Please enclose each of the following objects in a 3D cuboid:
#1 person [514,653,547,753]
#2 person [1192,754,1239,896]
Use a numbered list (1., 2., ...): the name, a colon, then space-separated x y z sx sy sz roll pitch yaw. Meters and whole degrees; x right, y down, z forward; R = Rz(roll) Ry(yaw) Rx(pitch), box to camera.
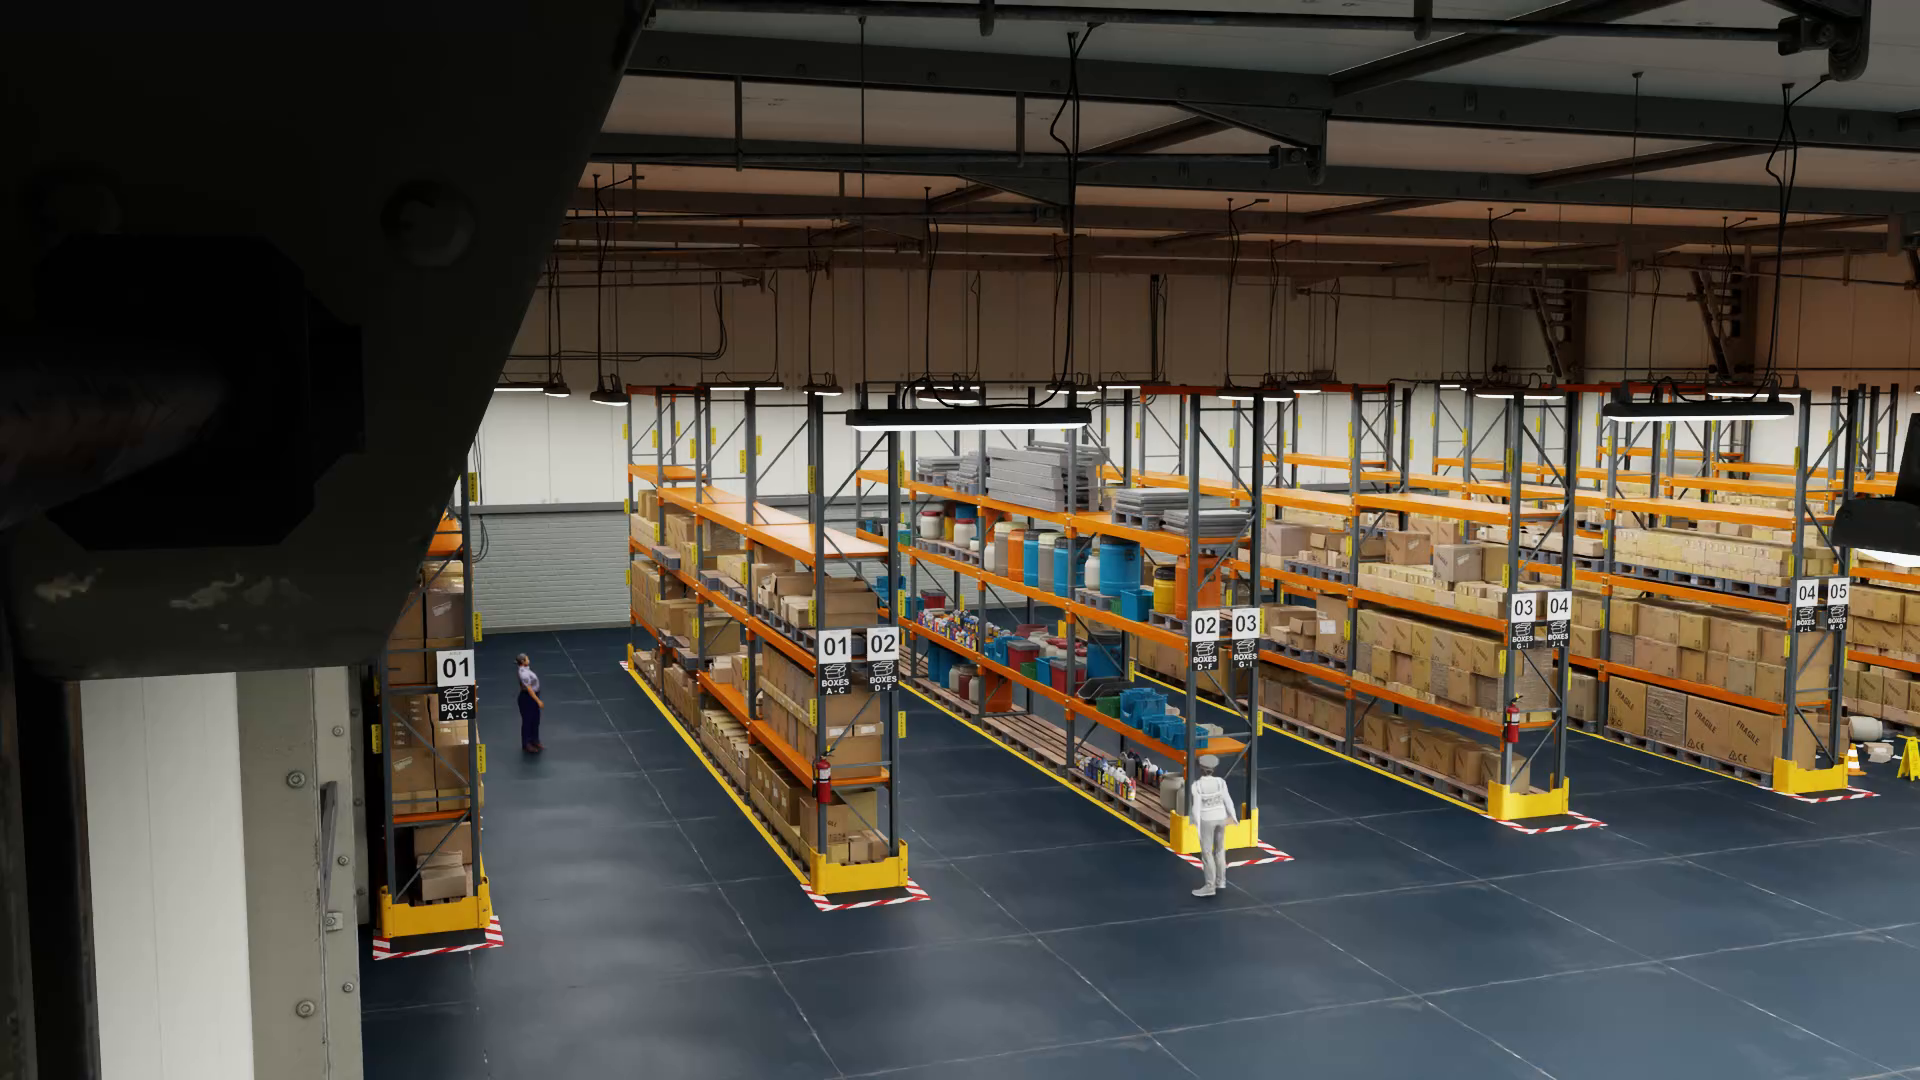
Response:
1. person: -7.091 2.785 27.554 0.539 1.474 0.556 1 6 6
2. person: 3.070 3.422 20.059 0.650 1.703 0.432 -2 6 -20
